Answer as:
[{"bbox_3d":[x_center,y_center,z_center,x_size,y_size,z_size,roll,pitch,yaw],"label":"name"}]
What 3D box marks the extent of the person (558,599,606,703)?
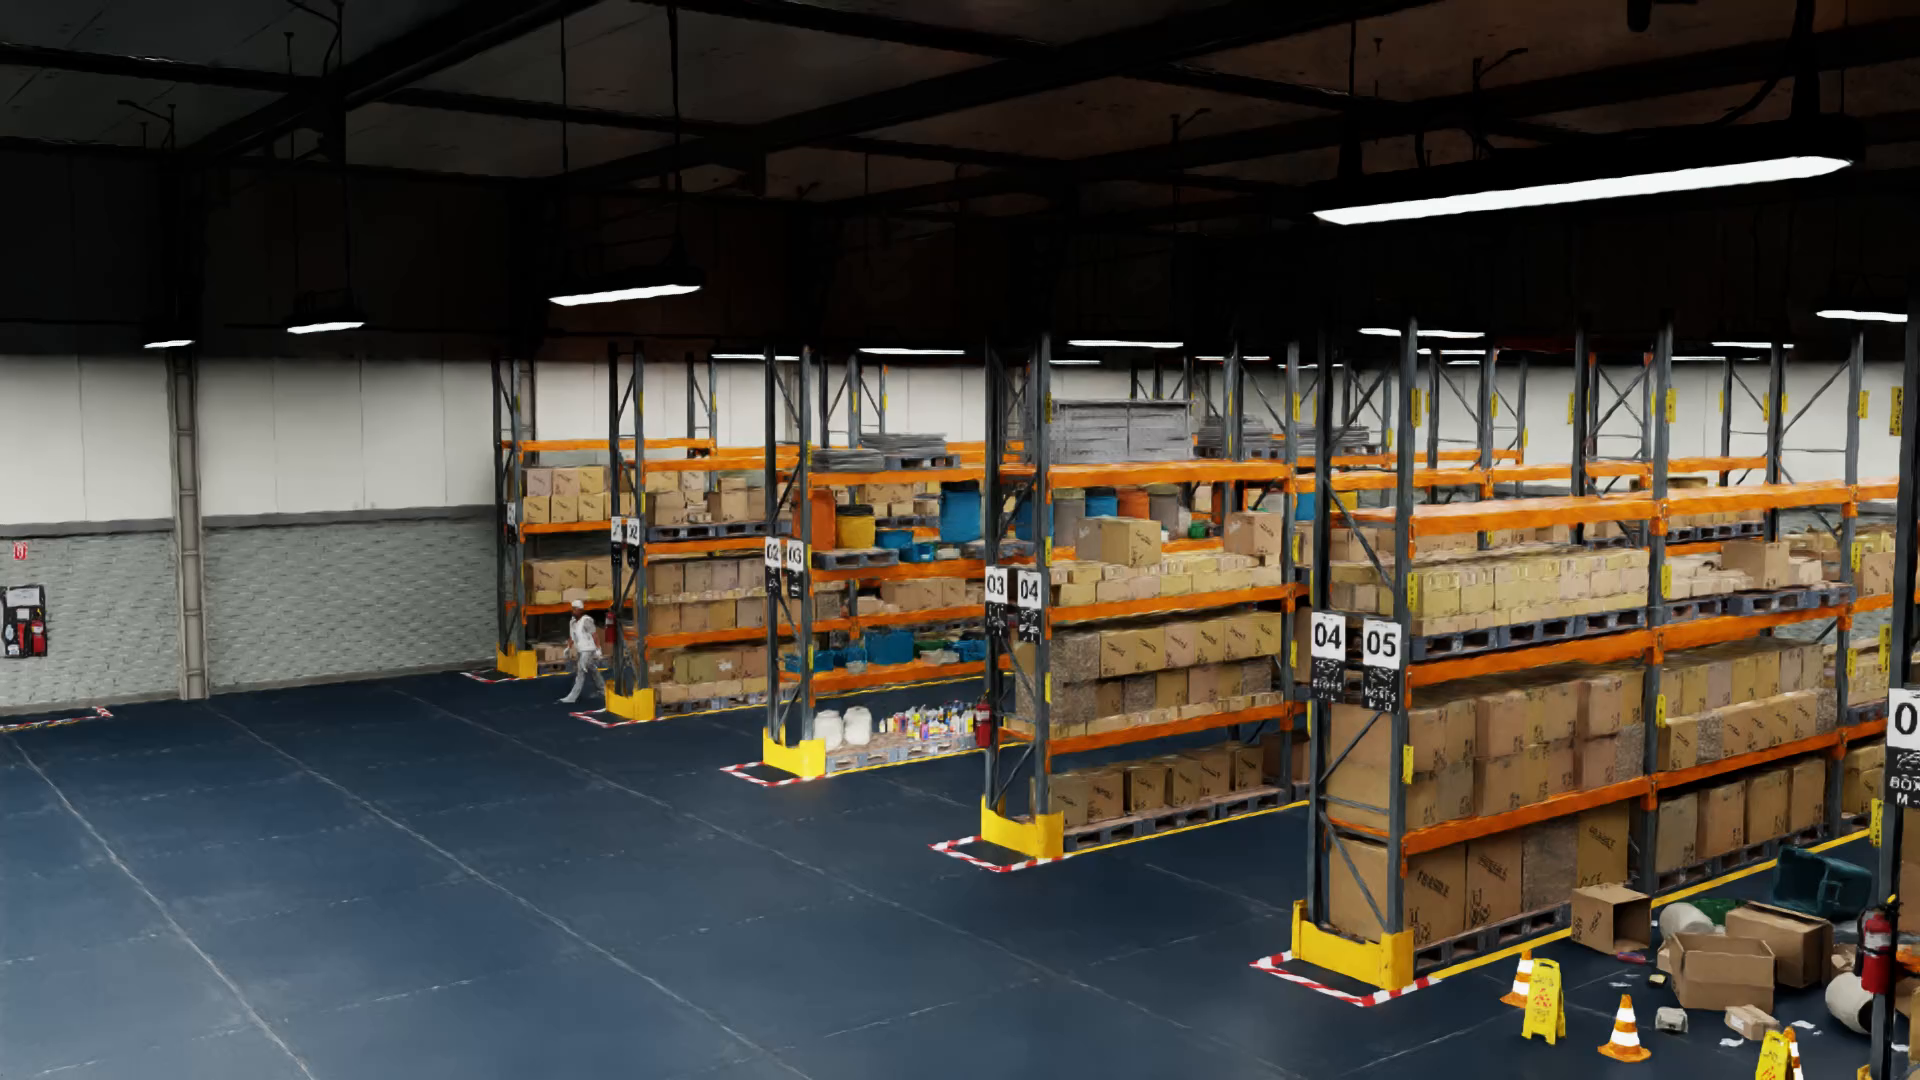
[{"bbox_3d":[-6.356,1.839,27.903,1.054,1.704,0.578,-5,7,-42],"label":"person"}]
